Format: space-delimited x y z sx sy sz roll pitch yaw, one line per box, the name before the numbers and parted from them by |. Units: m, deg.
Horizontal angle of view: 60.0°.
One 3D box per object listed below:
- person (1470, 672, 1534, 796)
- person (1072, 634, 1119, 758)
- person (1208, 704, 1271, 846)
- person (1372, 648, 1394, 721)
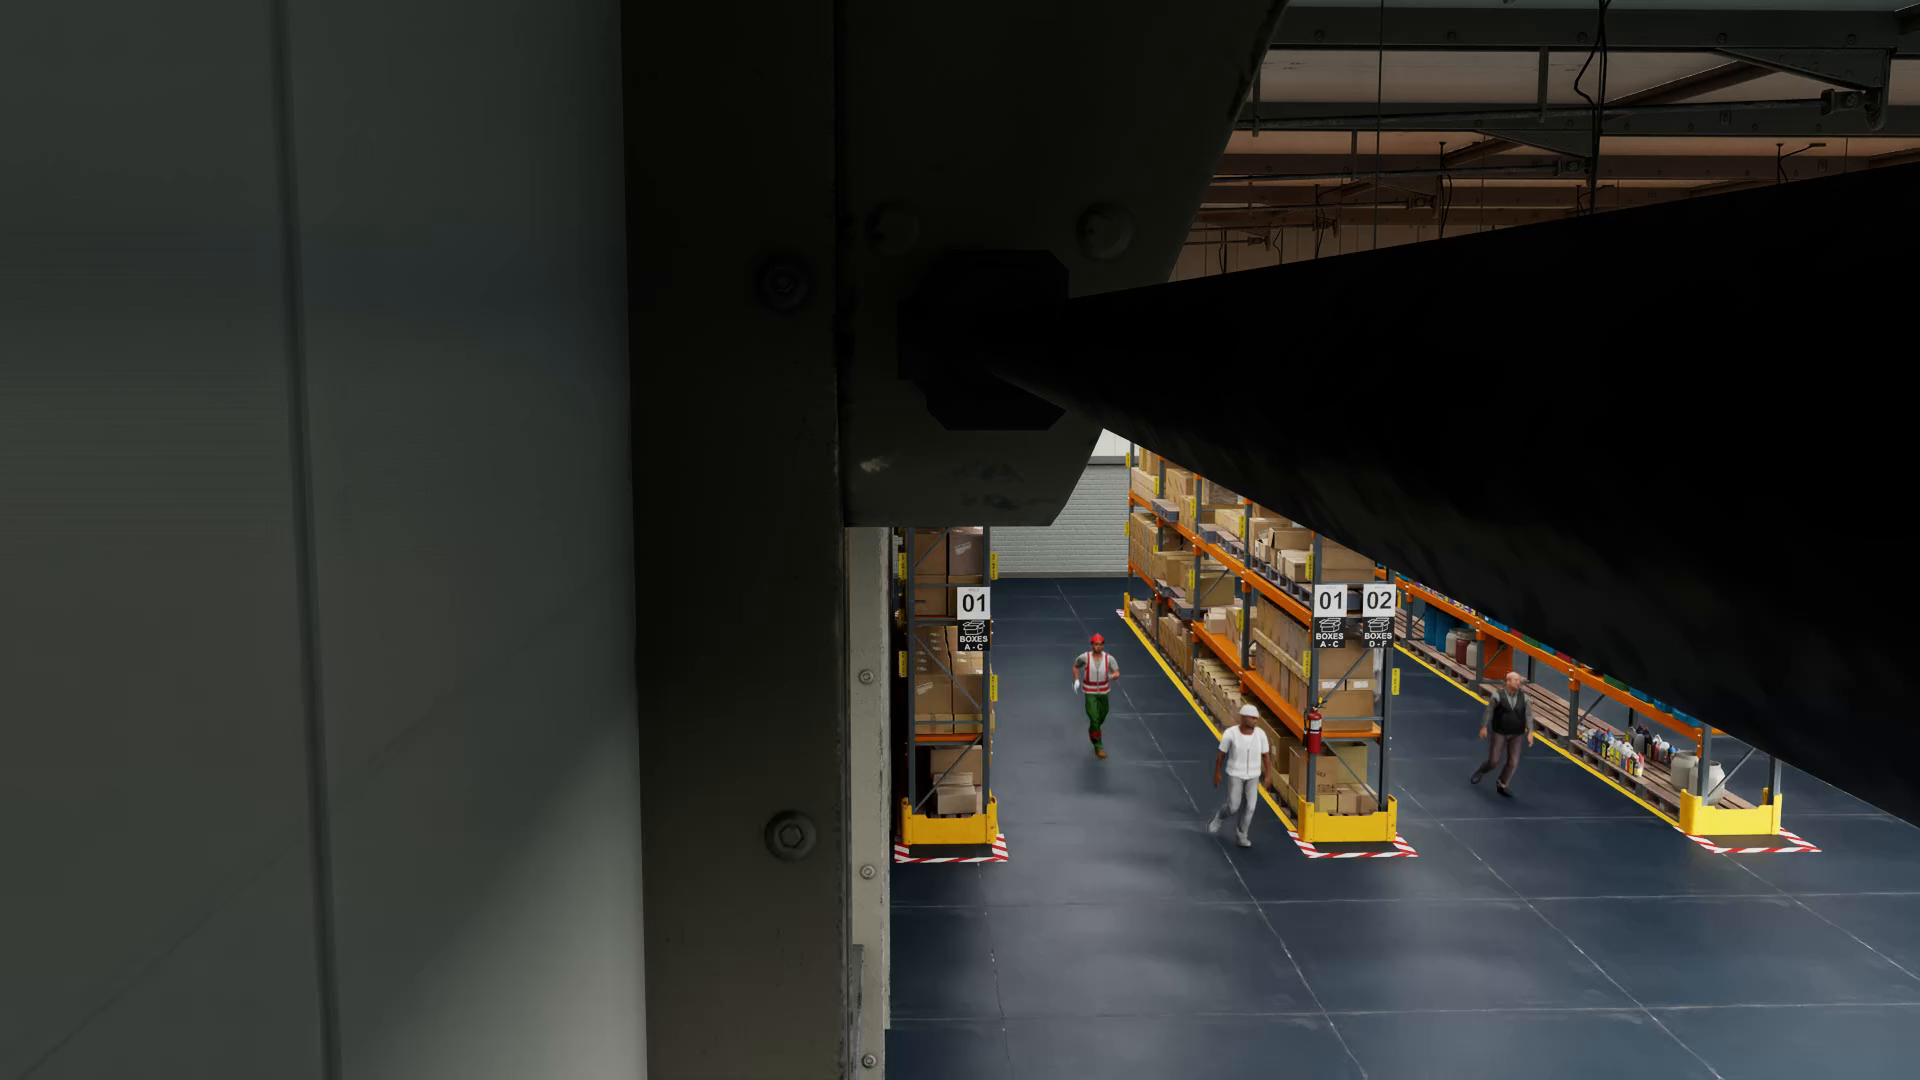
person | 7.357 2.612 22.557 0.757 1.686 0.555 0 7 3
person | 2.022 2.265 24.654 0.656 1.769 0.989 -1 7 -10
person | 3.419 2.850 20.321 0.677 1.742 0.551 -1 7 -11
person | 6.678 2.060 26.832 0.627 1.704 0.696 -3 8 -19
